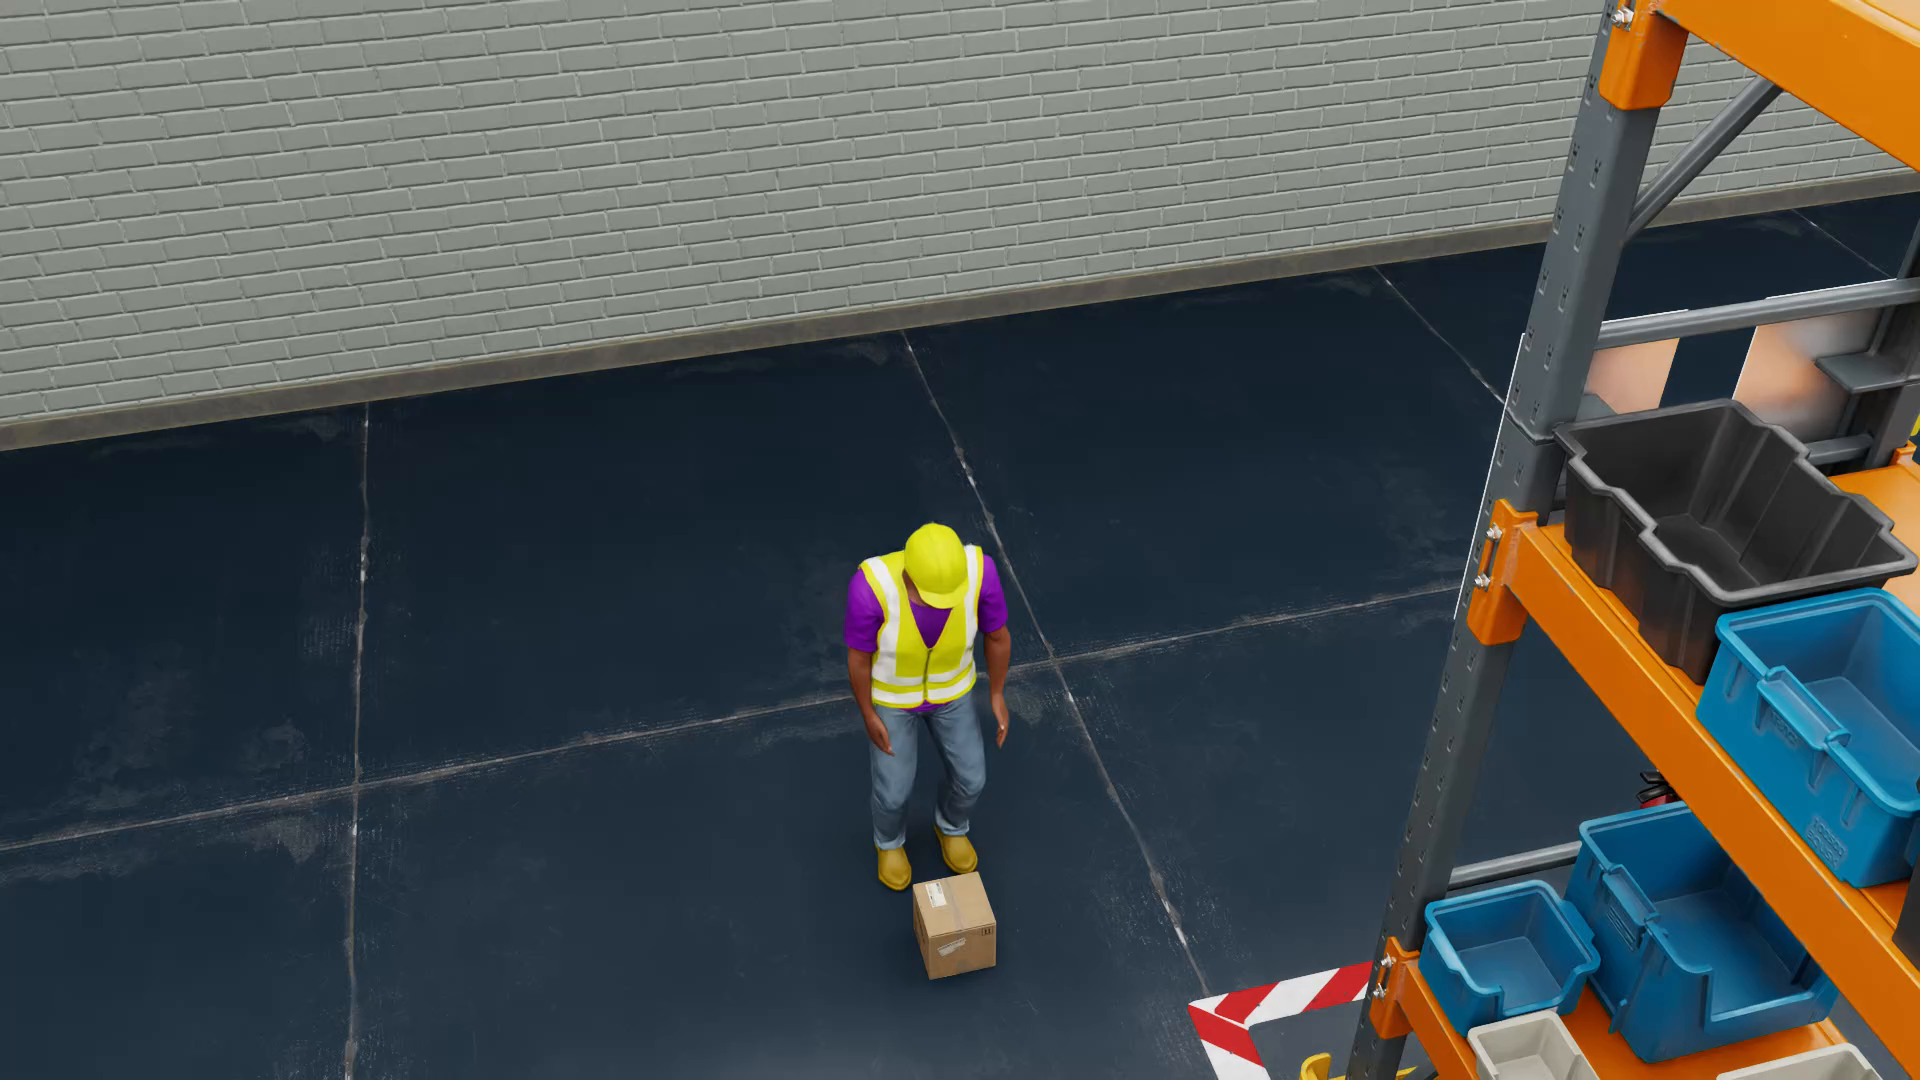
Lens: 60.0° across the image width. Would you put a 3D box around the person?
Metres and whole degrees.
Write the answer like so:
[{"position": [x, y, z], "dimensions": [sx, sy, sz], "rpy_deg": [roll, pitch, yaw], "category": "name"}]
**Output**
[{"position": [-0.109, 0.571, 6.023], "dimensions": [0.599, 1.696, 0.491], "rpy_deg": [-8, 39, -11], "category": "person"}]
